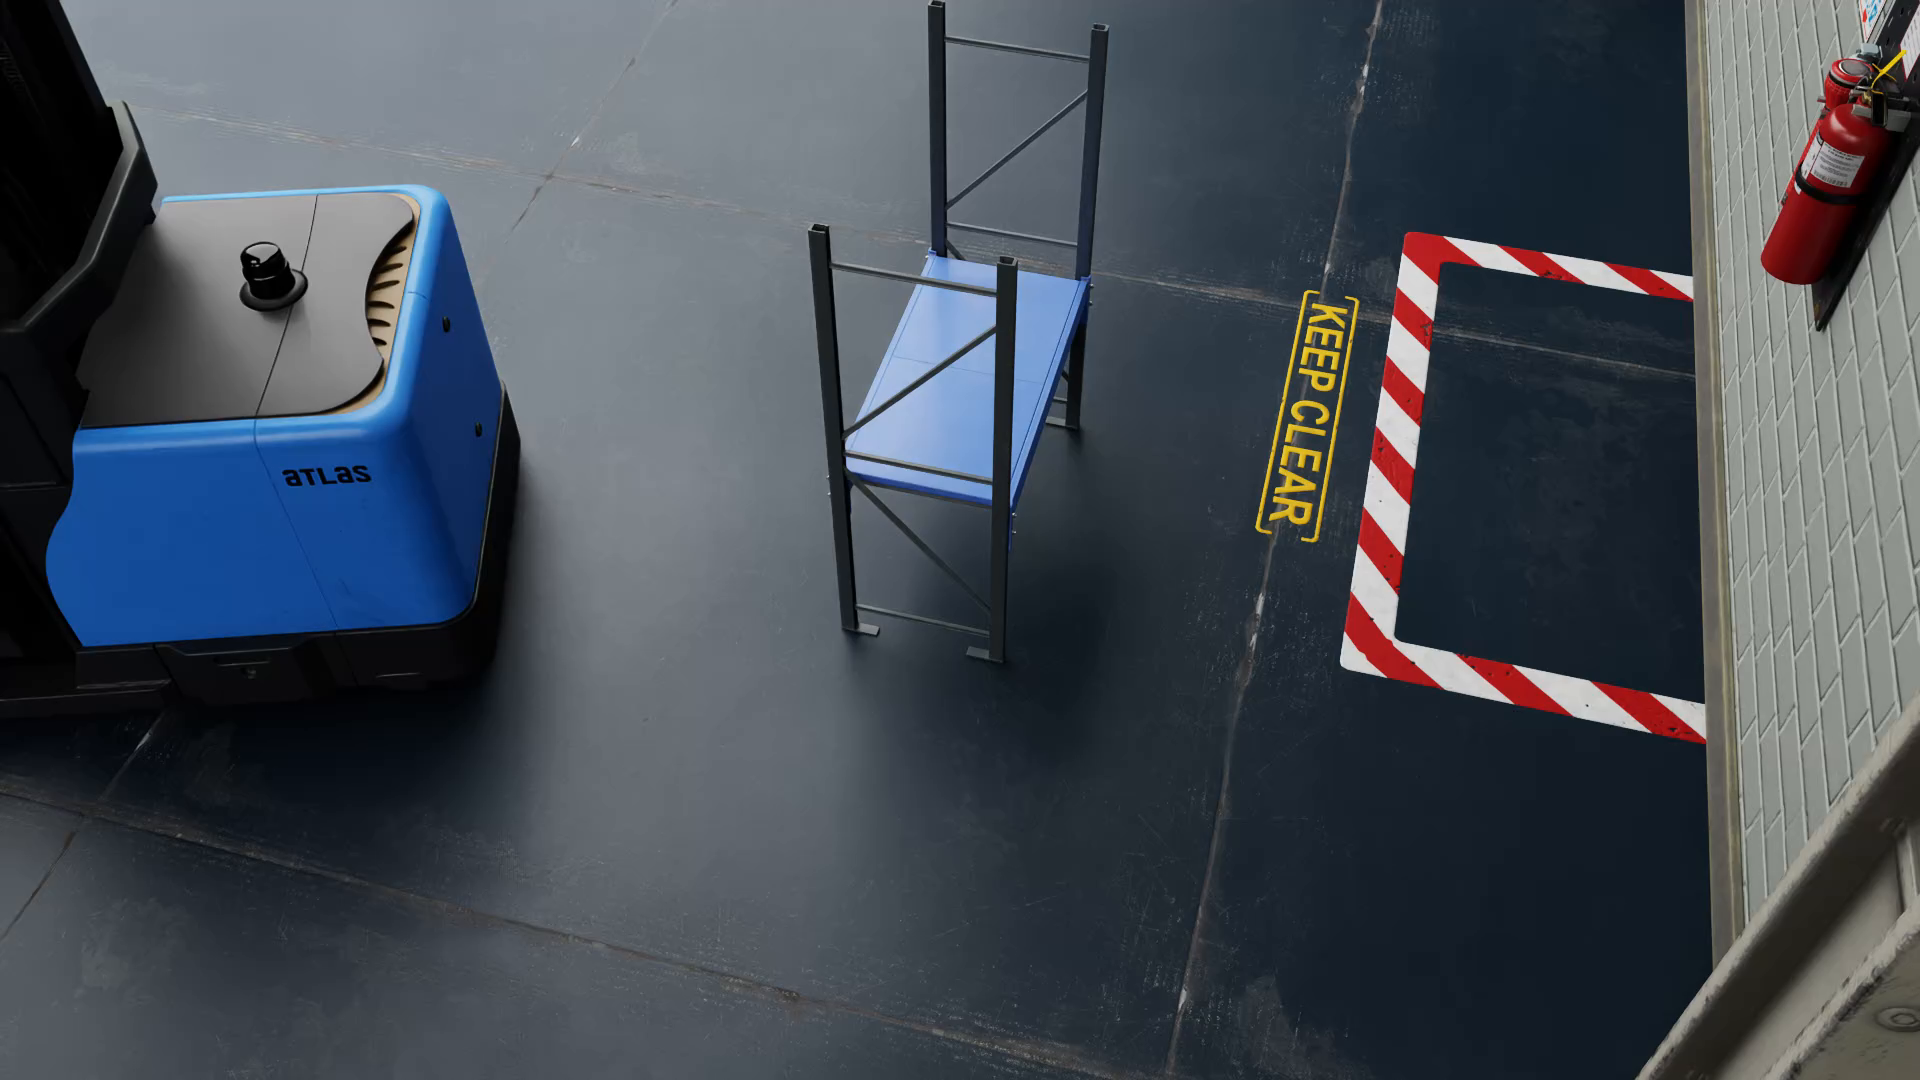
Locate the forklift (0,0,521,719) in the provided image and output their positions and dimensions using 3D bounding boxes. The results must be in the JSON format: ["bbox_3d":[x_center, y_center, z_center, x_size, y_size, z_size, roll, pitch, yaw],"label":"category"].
[{"bbox_3d":[-2.907,-0.822,4.021,3.031,2.935,1.130,-4,49,-3],"label":"forklift"}]

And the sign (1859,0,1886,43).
[{"bbox_3d":[2.574,-1.584,4.624,0.001,0.329,0.234,12,50,10],"label":"sign"}]

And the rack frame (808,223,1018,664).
[{"bbox_3d":[-0.111,-0.190,4.418,0.500,1.500,0.032,12,50,10],"label":"rack frame"}]

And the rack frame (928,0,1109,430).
[{"bbox_3d":[0.156,-0.926,5.067,0.500,1.500,0.032,12,50,10],"label":"rack frame"}]

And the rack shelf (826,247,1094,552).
[{"bbox_3d":[0.022,-0.439,4.877,0.538,0.185,1.000,12,50,10],"label":"rack shelf"}]

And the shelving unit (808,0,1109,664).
[{"bbox_3d":[0.022,-0.558,4.742,0.538,1.500,1.048,12,50,10],"label":"shelving unit"}]

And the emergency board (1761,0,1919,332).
[{"bbox_3d":[2.329,-1.193,4.302,0.194,1.169,0.643,12,50,10],"label":"emergency board"}]
